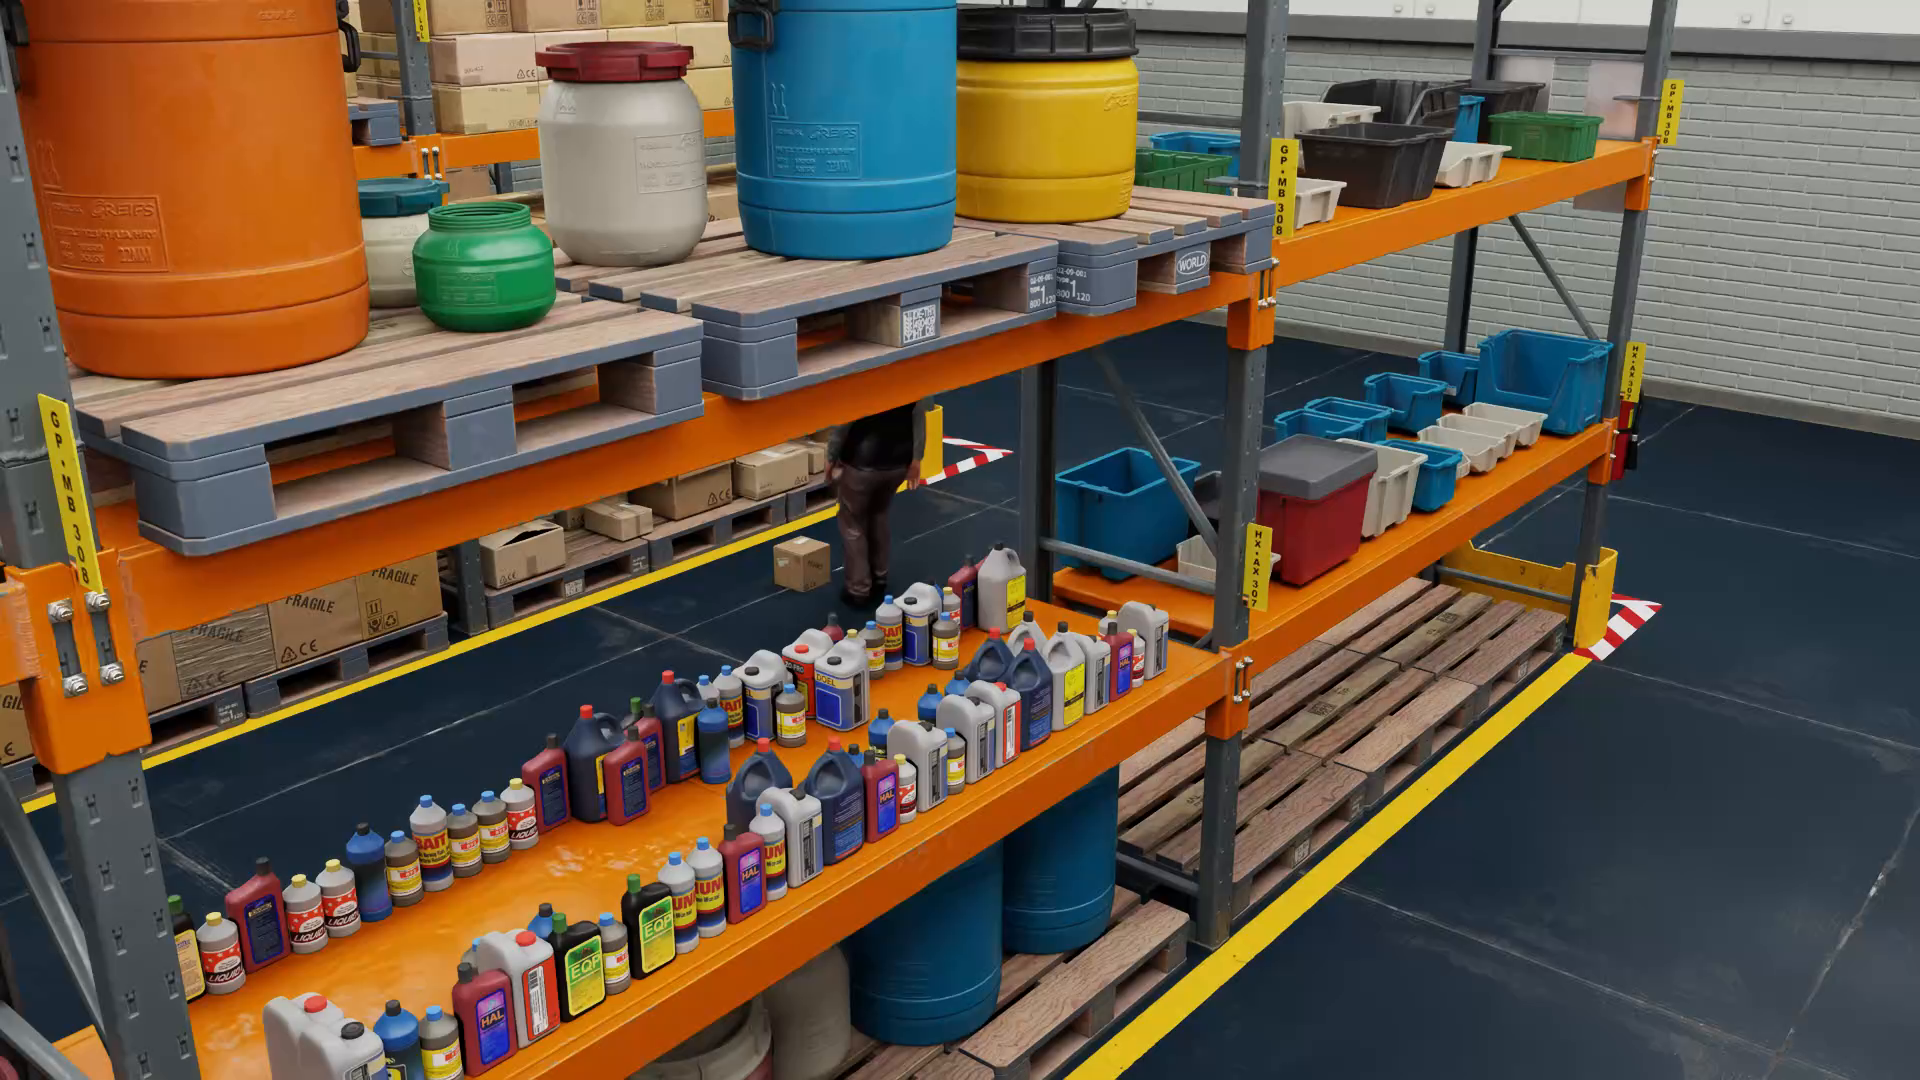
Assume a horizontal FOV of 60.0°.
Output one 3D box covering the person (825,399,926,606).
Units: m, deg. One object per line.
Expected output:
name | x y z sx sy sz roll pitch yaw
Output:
person | -0.527 -0.412 9.815 0.579 1.790 0.532 -12 23 -30
